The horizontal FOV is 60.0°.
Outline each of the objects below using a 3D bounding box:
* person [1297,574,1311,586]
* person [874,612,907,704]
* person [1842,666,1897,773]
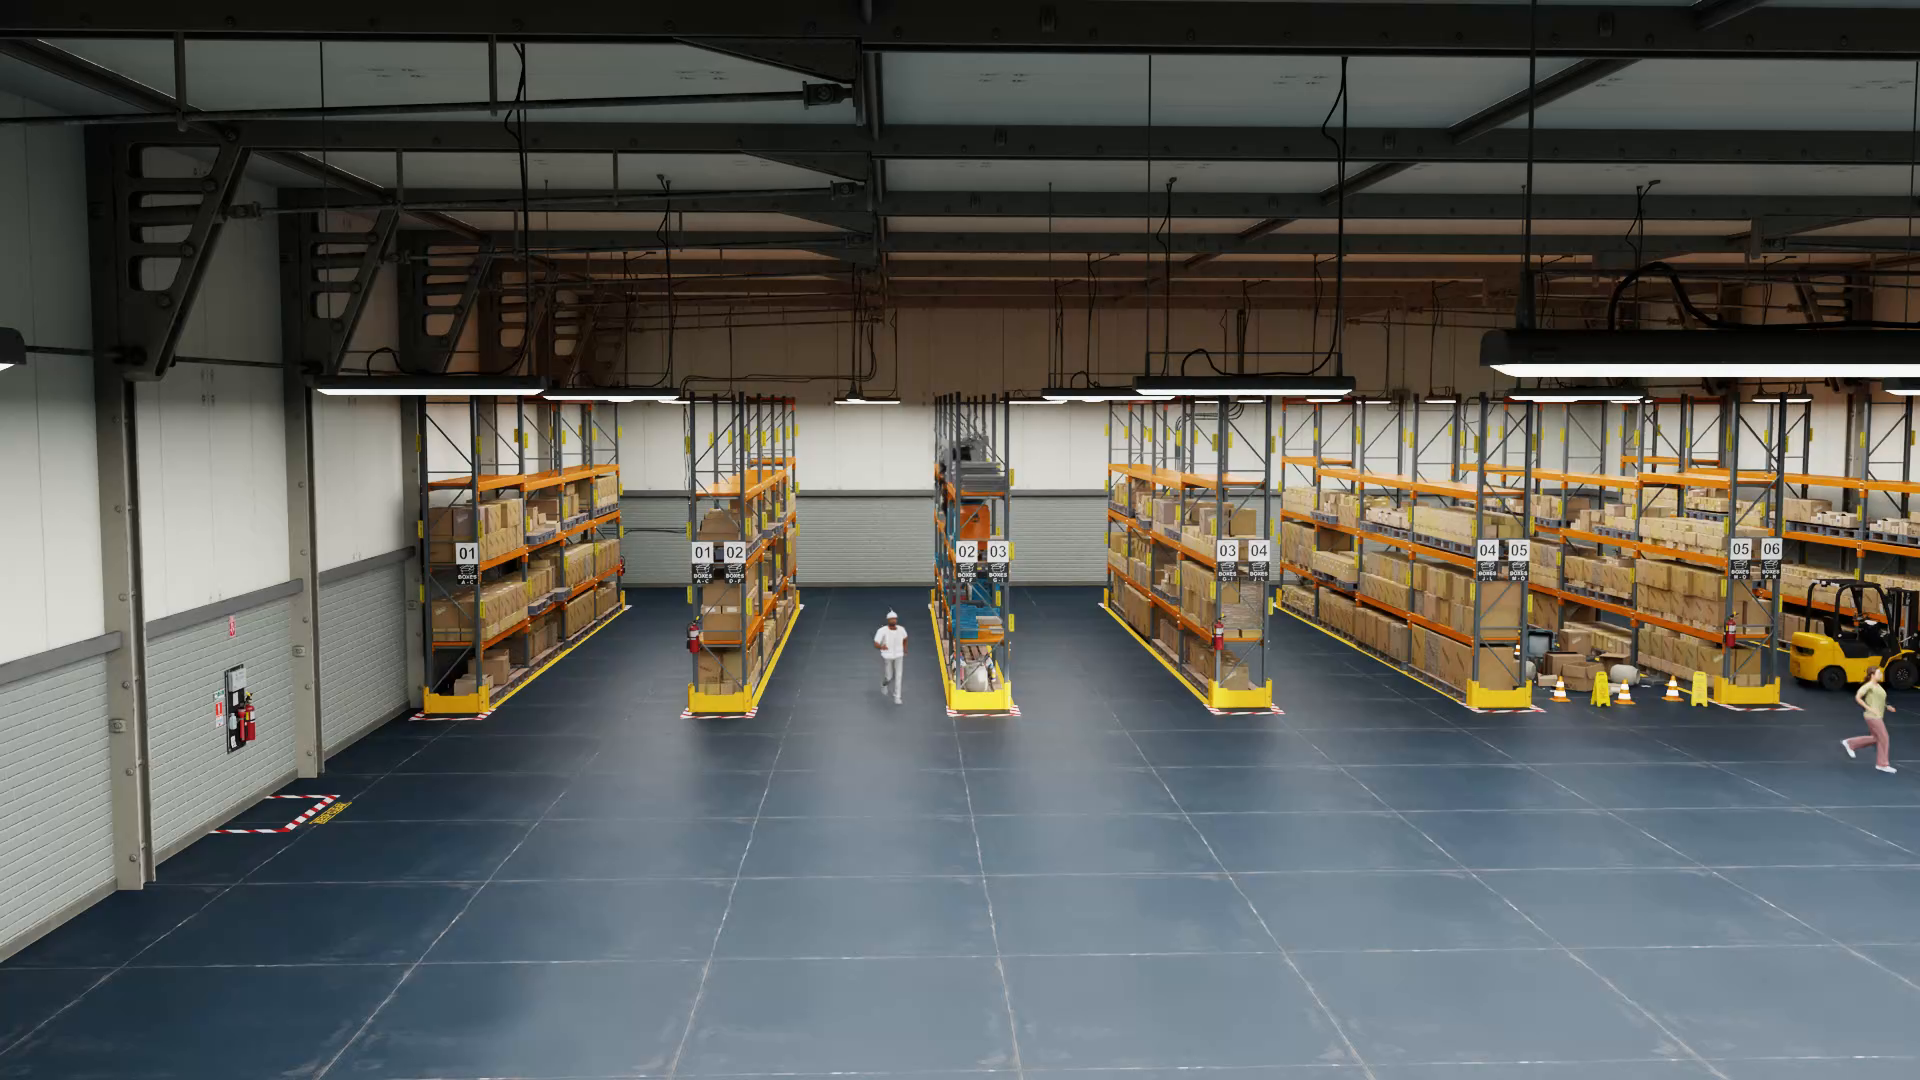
[{"bbox_3d":[10.201,1.002,48.814,0.982,1.583,0.702,-1,5,-7],"label":"person"},{"bbox_3d":[-1.298,2.259,32.084,0.703,1.740,0.911,-1,5,-16],"label":"person"},{"bbox_3d":[14.386,2.807,26.279,0.818,1.660,0.579,5,6,45],"label":"person"}]
